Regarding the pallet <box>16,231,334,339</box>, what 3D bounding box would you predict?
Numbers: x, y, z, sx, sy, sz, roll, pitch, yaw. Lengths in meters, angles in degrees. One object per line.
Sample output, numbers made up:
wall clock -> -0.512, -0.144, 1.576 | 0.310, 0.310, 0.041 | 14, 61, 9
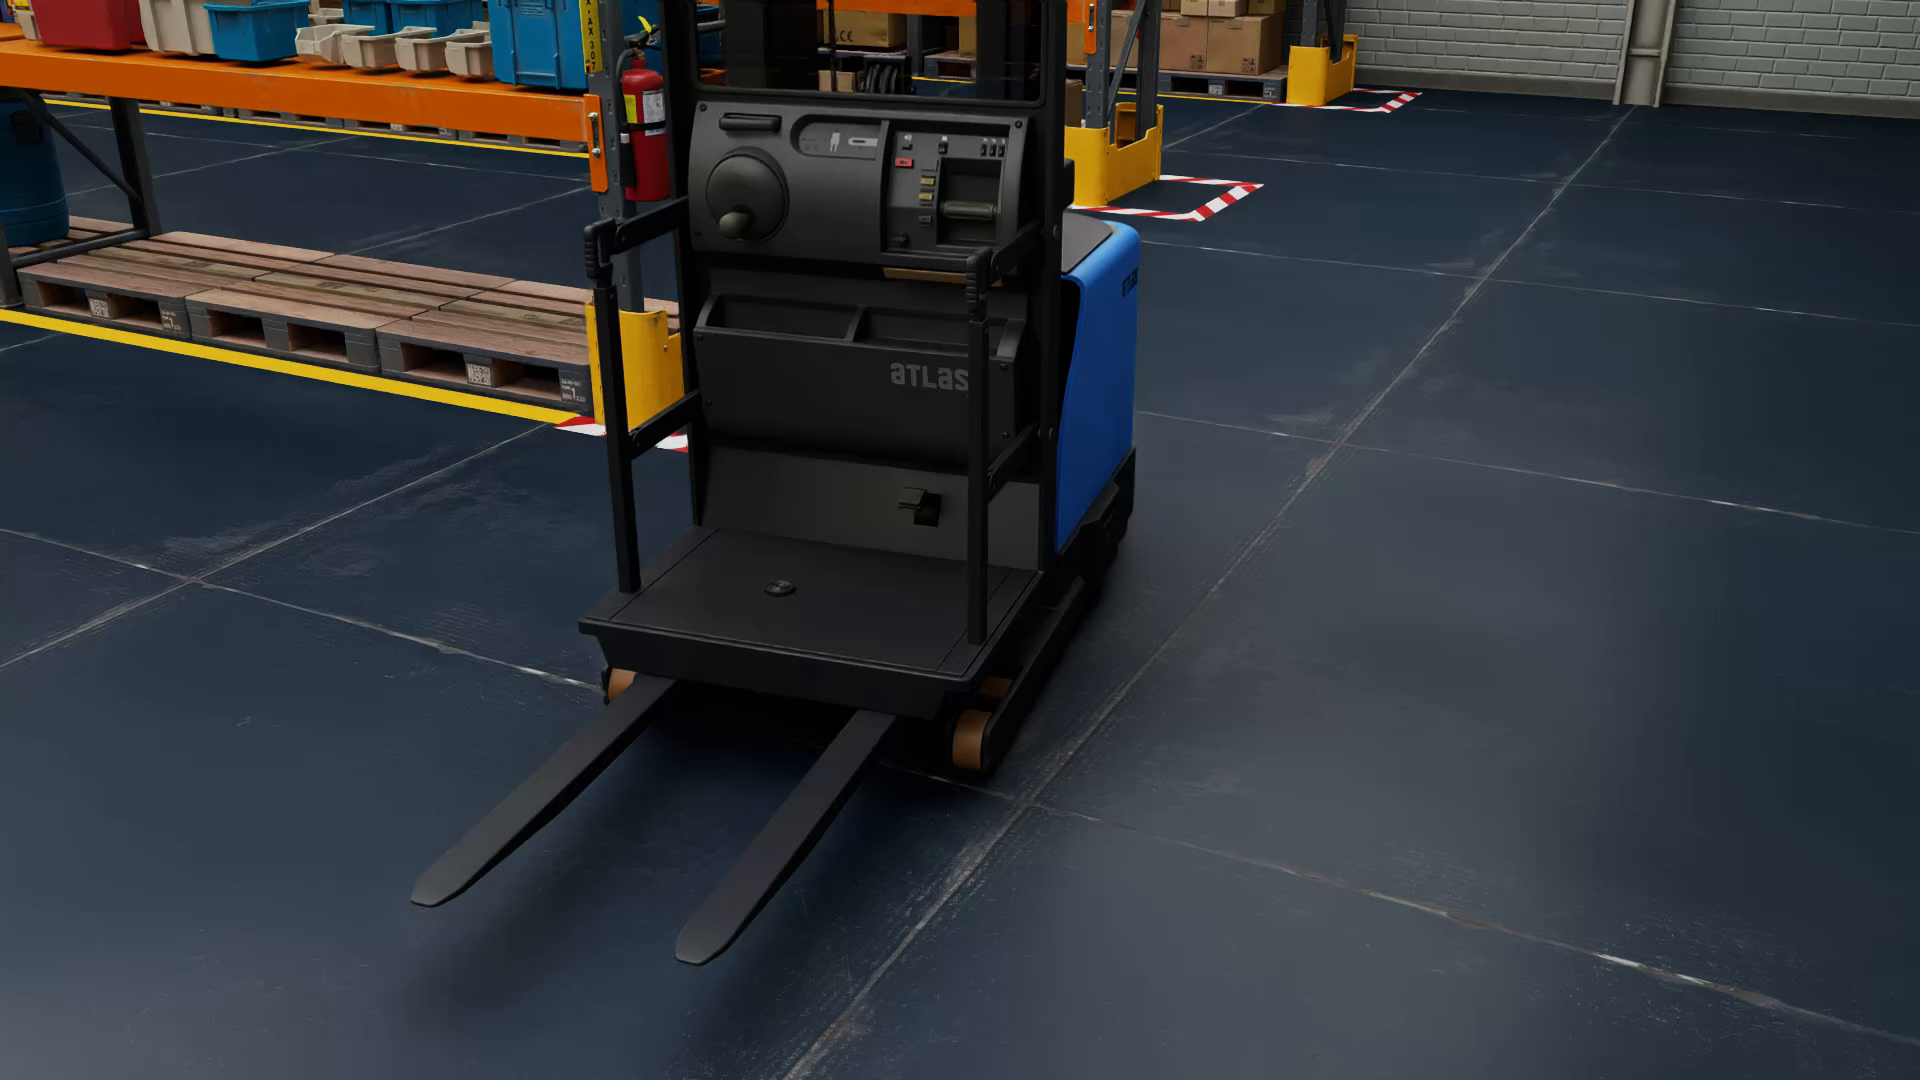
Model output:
pallet -> -4.045, -1.345, 8.642 | 1.213, 0.211, 1.003 | 11, 25, 25

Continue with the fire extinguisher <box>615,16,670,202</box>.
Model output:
fire extinguisher -> -1.219, -1.645, 6.361 | 0.183, 0.674, 0.296 | 11, 25, 25

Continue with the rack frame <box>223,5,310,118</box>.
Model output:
rack frame -> -6.050, -5.180, 14.097 | 0.127, 3.000, 1.000 | 11, 25, 25

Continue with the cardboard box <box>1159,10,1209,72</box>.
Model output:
cardboard box -> 2.205, -4.718, 15.668 | 0.500, 0.500, 0.700 | 11, 25, 24

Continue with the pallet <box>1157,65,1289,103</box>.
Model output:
pallet -> 2.573, -4.329, 15.659 | 1.213, 0.211, 1.003 | 11, 25, 25

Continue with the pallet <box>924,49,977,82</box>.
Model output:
pallet -> 0.395, -4.759, 16.672 | 1.213, 0.211, 1.003 | 11, 25, 25

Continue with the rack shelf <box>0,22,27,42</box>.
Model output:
rack shelf -> -6.503, -2.766, 9.341 | 4.000, 0.370, 1.077 | 11, 25, 25

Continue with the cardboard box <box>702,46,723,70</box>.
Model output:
cardboard box -> -1.844, -3.524, 12.836 | 0.500, 0.500, 0.500 | 11, 25, 25

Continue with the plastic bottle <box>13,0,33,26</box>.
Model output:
plastic bottle -> -4.922, -2.904, 8.809 | 0.185, 0.351, 0.144 | 11, 25, 25

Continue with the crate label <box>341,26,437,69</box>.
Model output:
crate label -> -2.470, -2.122, 7.167 | 0.243, 0.136, 0.396 | 11, 25, 25

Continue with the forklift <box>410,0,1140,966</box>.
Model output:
forklift -> -0.343, -0.920, 4.169 | 1.130, 2.935, 3.031 | 7, 24, 17

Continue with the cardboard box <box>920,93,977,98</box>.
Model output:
cardboard box -> -0.160, -3.076, 12.101 | 0.500, 0.250, 0.500 | 11, 25, 25

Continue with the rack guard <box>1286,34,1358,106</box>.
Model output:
rack guard -> 3.343, -4.343, 15.324 | 0.348, 0.500, 1.175 | 11, 25, 25

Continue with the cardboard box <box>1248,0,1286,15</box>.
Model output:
cardboard box -> 2.853, -4.976, 15.446 | 0.250, 0.149, 0.380 | 11, 26, 25

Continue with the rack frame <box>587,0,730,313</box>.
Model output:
rack frame -> -1.149, -2.038, 6.709 | 0.127, 3.000, 1.000 | 11, 25, 25

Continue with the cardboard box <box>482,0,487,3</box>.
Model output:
cardboard box -> -4.142, -4.306, 13.717 | 0.500, 0.250, 0.500 | 11, 25, 24

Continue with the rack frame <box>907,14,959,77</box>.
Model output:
rack frame -> -0.248, -6.204, 16.506 | 0.127, 3.000, 1.000 | 11, 25, 25

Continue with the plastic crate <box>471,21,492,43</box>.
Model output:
plastic crate -> -2.075, -2.308, 7.605 | 0.298, 0.136, 0.250 | 11, 25, 25

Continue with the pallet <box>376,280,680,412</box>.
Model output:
pallet -> -1.867, -0.914, 7.629 | 1.213, 0.211, 1.003 | 11, 25, 25

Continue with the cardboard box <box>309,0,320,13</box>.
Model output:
cardboard box -> -7.879, -6.600, 20.494 | 0.250, 0.166, 0.380 | 8, 24, 18

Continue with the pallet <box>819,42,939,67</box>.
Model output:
pallet -> -0.971, -5.031, 17.310 | 1.213, 0.211, 1.003 | 11, 25, 25

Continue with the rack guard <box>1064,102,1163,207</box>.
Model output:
rack guard -> 1.022, -2.630, 11.296 | 0.348, 0.500, 1.175 | 11, 25, 25

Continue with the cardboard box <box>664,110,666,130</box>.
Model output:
cardboard box -> -2.203, -3.289, 12.525 | 0.500, 0.311, 0.500 | 11, 25, 25

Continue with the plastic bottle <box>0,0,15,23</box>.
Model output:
plastic bottle -> -5.170, -2.954, 9.027 | 0.097, 0.271, 0.097 | 0, 23, 0

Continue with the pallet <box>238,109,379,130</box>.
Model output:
pallet -> -5.400, -3.752, 14.302 | 1.213, 0.211, 1.003 | 11, 25, 25

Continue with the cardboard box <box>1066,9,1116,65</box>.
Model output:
cardboard box -> 1.277, -4.898, 16.092 | 0.500, 0.500, 0.700 | 12, 26, 26

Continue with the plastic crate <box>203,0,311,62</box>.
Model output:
plastic crate -> -3.097, -2.262, 7.372 | 0.300, 0.233, 0.416 | 11, 25, 25

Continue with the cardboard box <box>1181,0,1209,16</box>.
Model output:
cardboard box -> 2.226, -4.932, 15.343 | 0.250, 0.149, 0.380 | 12, 26, 26

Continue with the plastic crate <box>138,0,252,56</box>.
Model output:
plastic crate -> -3.439, -2.383, 7.596 | 0.530, 0.282, 0.437 | 11, 25, 25

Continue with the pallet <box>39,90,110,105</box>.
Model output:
pallet -> -7.851, -4.272, 15.524 | 1.213, 0.211, 1.003 | 11, 25, 25

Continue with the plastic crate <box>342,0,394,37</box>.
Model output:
plastic crate -> -2.663, -2.433, 7.774 | 0.300, 0.233, 0.416 | 11, 25, 25

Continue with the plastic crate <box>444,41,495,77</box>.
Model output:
plastic crate -> -1.958, -2.025, 6.939 | 0.243, 0.136, 0.396 | 11, 25, 25

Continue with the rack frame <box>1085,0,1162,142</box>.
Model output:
rack frame -> 1.090, -3.767, 10.776 | 0.127, 3.000, 1.000 | 11, 25, 25

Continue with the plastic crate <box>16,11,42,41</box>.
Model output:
plastic crate -> -4.367, -2.518, 8.099 | 0.243, 0.136, 0.396 | 11, 25, 25

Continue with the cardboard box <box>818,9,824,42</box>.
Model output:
cardboard box -> -1.682, -5.634, 17.374 | 0.750, 0.750, 0.750 | 12, 26, 26

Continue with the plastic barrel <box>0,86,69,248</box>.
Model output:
plastic barrel -> -5.196, -2.074, 8.938 | 0.708, 0.901, 0.600 | 11, 25, 25

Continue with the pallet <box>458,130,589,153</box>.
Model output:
pallet -> -3.223, -3.321, 13.289 | 1.213, 0.211, 1.003 | 11, 25, 25

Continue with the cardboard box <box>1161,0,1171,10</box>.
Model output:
cardboard box -> 1.951, -5.154, 15.865 | 0.250, 0.149, 0.380 | 12, 26, 25
